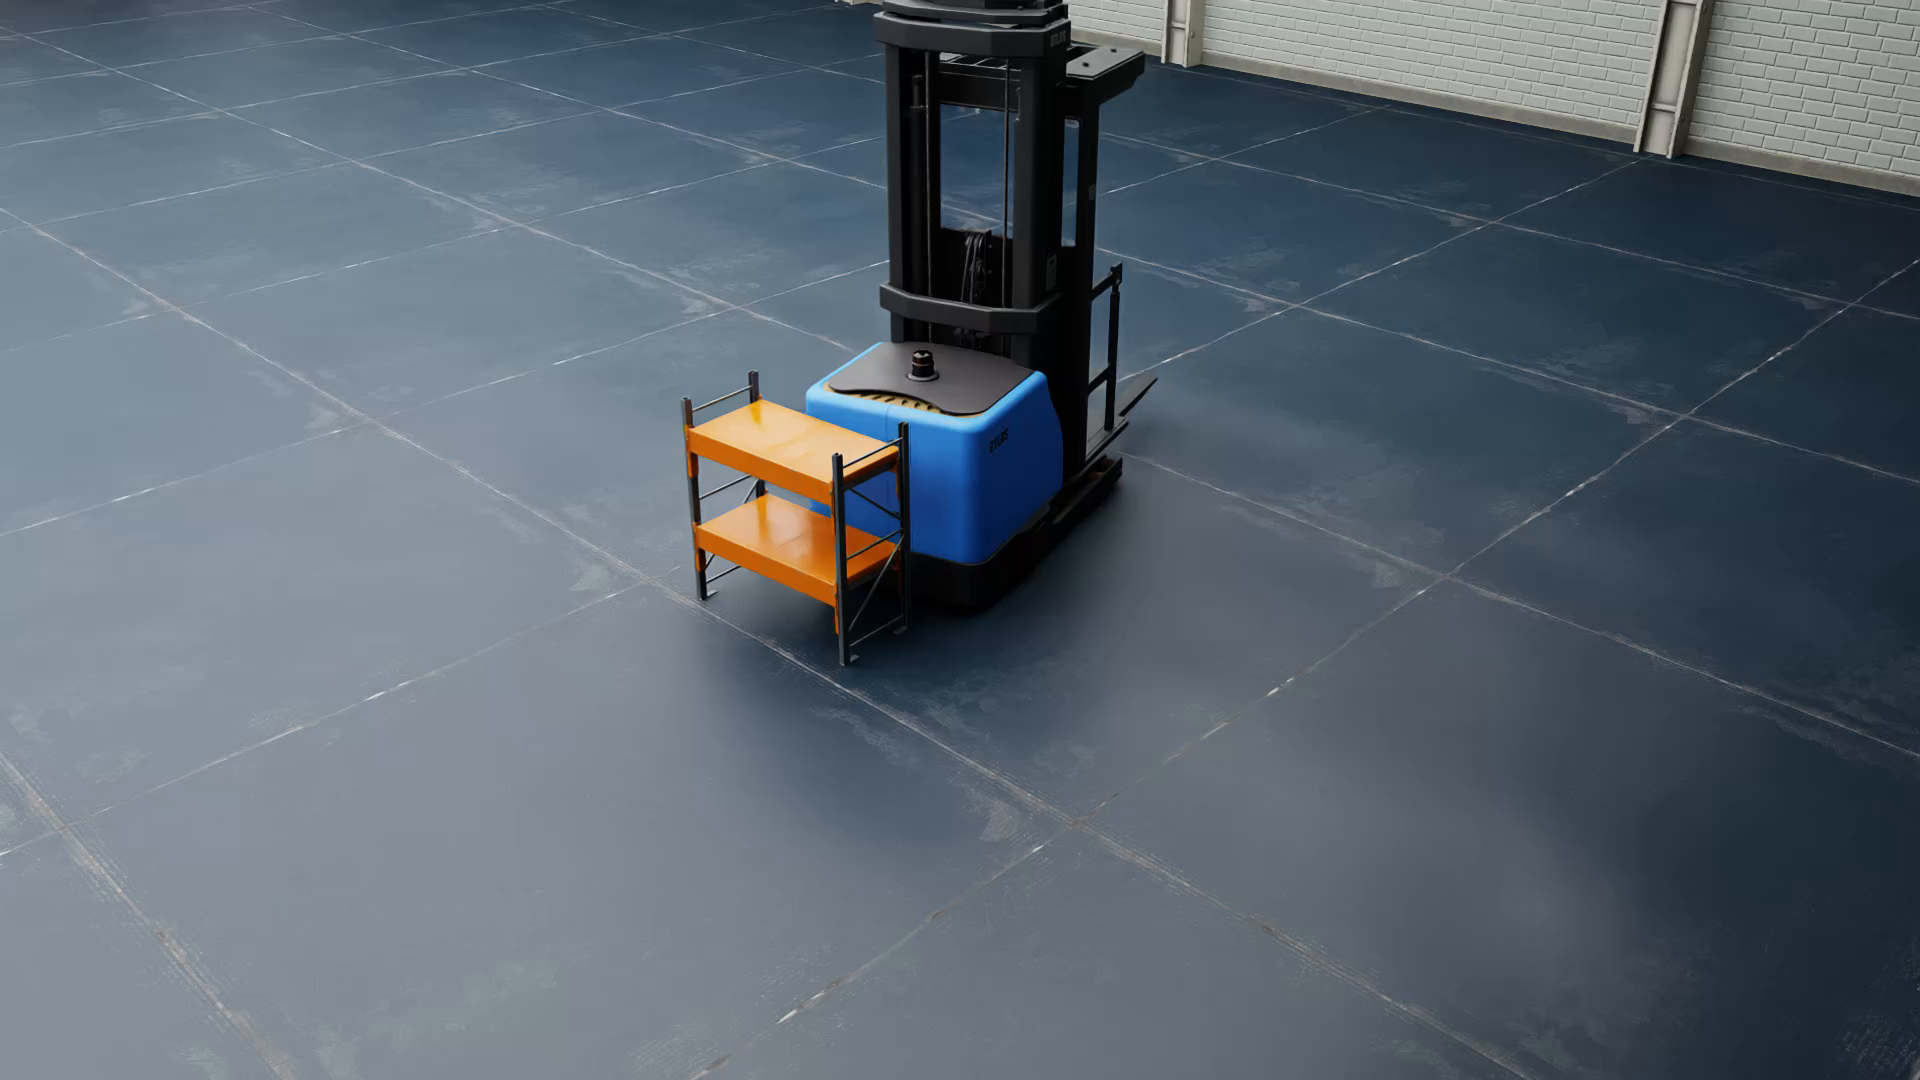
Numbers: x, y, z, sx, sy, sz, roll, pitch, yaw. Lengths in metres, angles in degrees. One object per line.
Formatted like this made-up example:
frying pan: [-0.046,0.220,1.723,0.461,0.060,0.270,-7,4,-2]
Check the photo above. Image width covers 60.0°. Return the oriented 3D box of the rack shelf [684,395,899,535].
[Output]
rack shelf: [-0.807,-0.385,8.144,1.000,0.278,0.538,21,34,34]

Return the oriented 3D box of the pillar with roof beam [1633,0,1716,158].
pillar with roof beam: [3.970,-6.434,11.817,0.400,9.000,9.100,25,36,38]

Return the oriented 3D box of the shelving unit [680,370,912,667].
shelving unit: [-0.807,-0.126,8.280,1.048,1.125,0.538,21,34,34]

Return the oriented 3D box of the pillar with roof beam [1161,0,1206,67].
pillar with roof beam: [-0.309,-8.392,15.540,0.400,9.000,9.100,25,36,38]

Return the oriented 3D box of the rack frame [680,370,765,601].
rack frame: [-1.198,-0.277,8.567,0.032,1.125,0.500,21,34,34]

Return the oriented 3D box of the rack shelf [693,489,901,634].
rack shelf: [-0.806,0.090,8.394,1.000,0.278,0.538,21,34,34]

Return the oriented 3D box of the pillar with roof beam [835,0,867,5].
pillar with roof beam: [-4.587,-10.349,19.263,0.400,9.000,9.100,25,36,38]

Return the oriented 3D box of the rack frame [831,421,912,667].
rack frame: [-0.415,0.025,7.994,0.032,1.125,0.500,21,34,34]

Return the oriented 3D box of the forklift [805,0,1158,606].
forklift: [0.310,-1.617,9.177,1.130,2.935,3.031,13,30,23]
